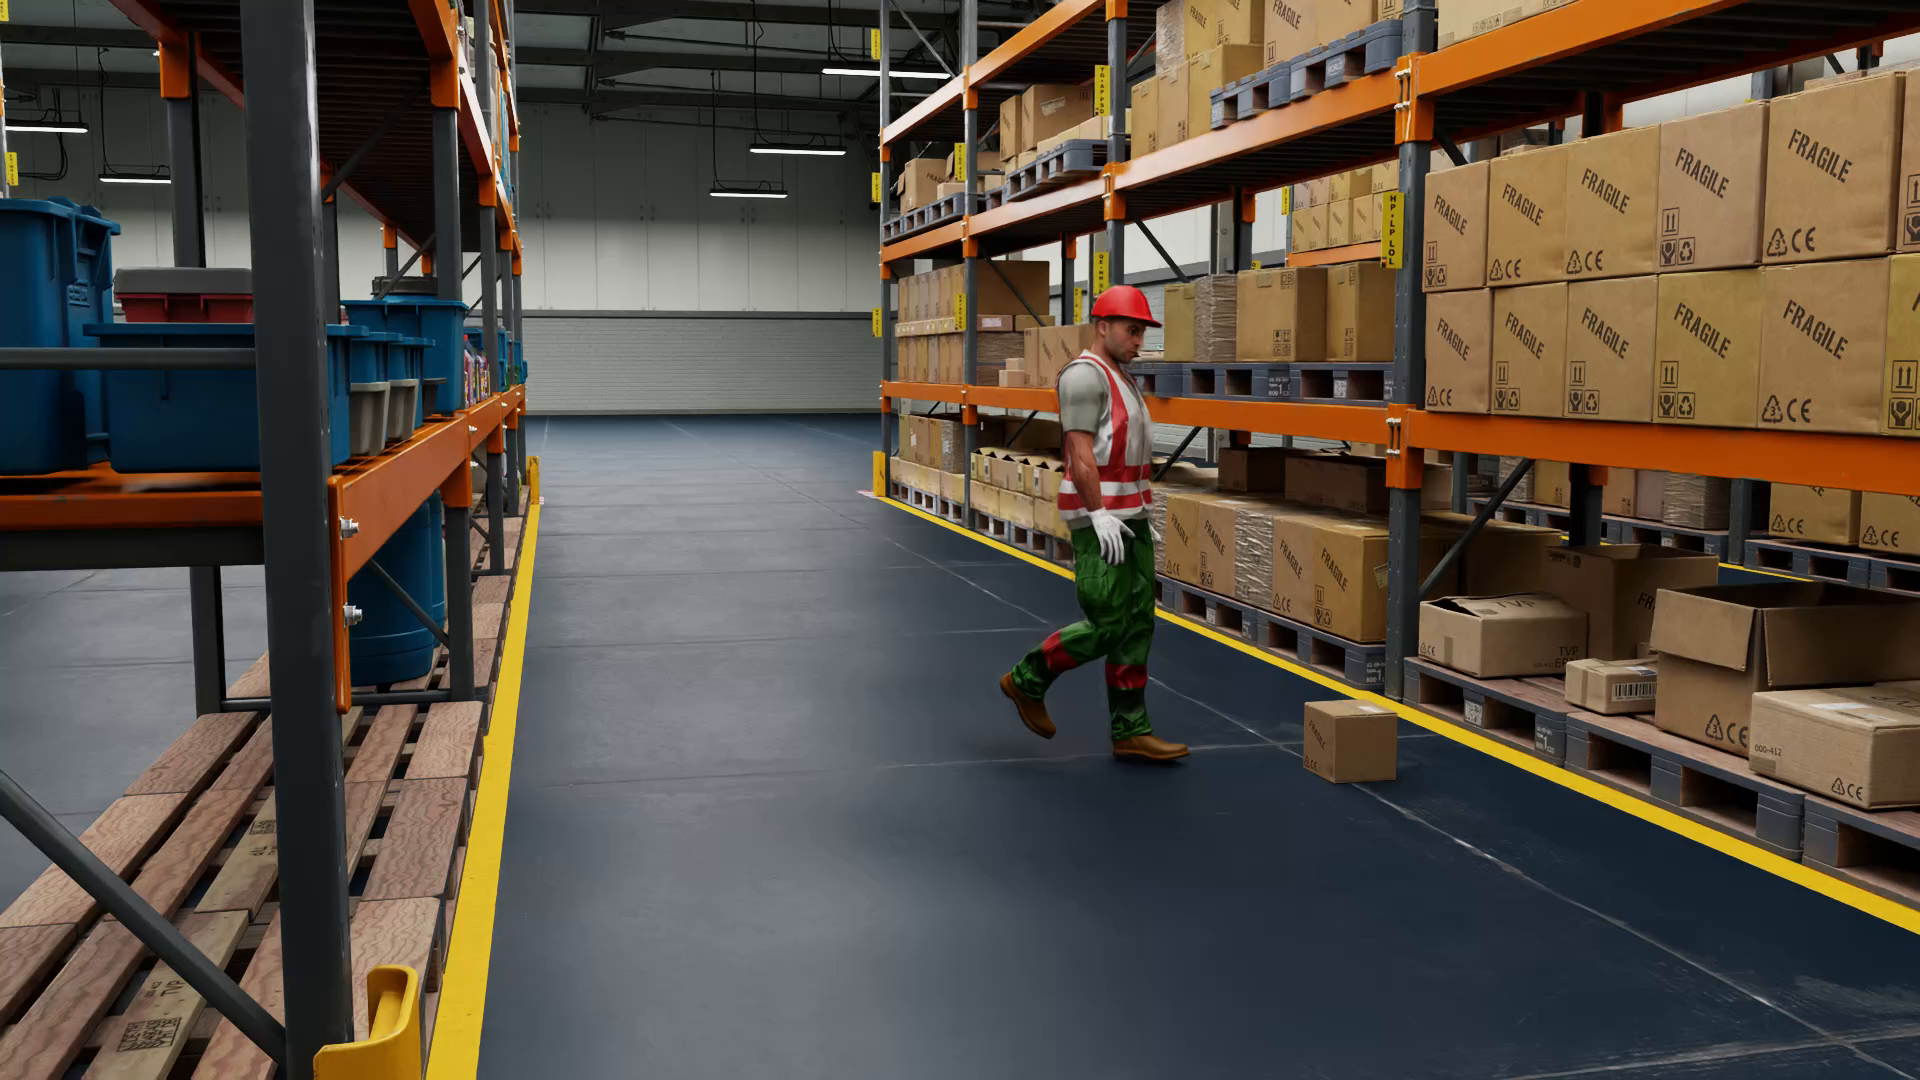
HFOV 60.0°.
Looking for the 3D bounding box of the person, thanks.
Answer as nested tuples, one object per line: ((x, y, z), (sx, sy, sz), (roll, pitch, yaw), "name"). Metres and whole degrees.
((0.525, -0.060, 6.263), (0.699, 1.778, 0.570), (3, 7, 29), "person")
